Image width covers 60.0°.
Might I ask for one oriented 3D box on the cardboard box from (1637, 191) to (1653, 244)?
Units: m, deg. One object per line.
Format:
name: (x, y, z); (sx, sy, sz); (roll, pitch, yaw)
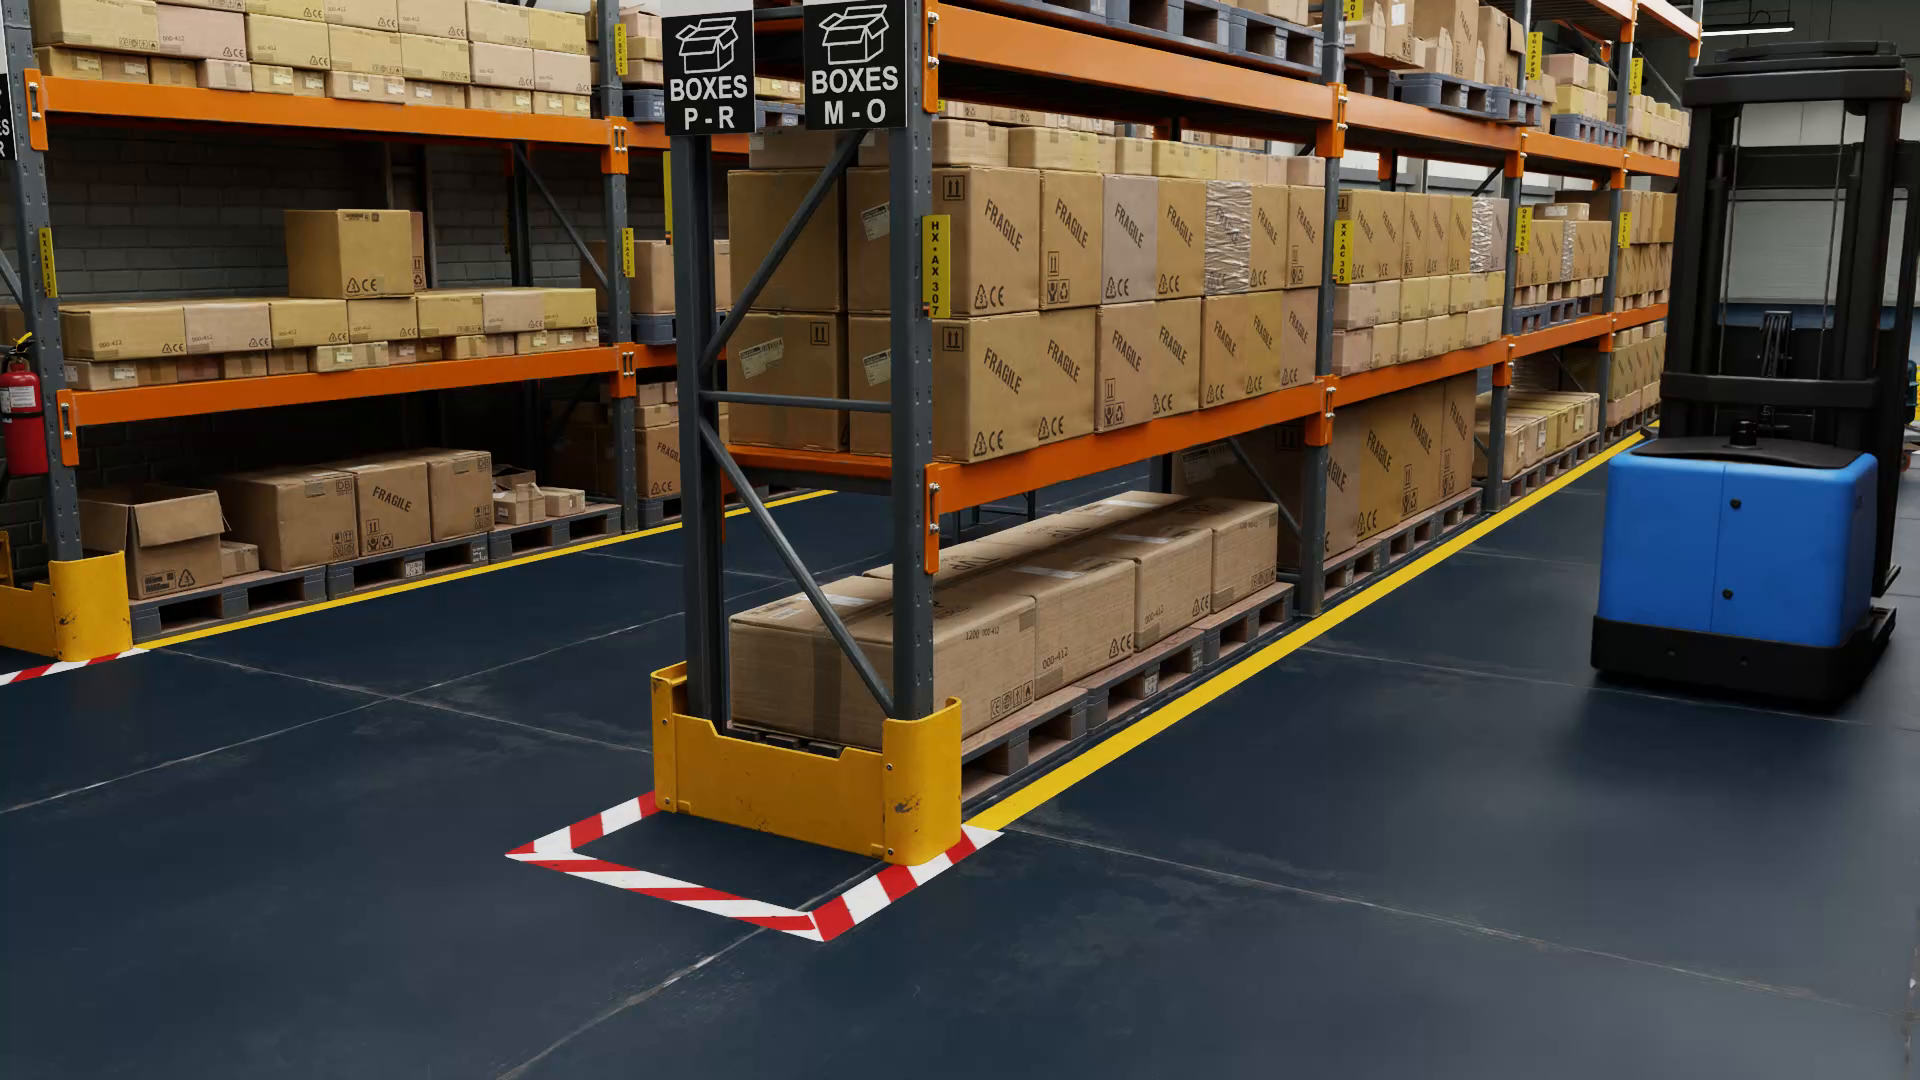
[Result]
cardboard box: (6.380, -3.168, 16.341); (0.700, 0.500, 0.500); (6, 12, 31)

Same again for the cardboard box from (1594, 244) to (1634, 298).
cardboard box: (6.149, -2.592, 15.984); (0.500, 0.500, 0.500); (6, 12, 31)

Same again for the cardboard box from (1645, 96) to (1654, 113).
cardboard box: (6.539, -4.239, 16.222); (0.380, 0.149, 0.250); (6, 12, 30)

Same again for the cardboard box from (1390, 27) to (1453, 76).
cardboard box: (2.777, -2.965, 10.126); (0.396, 0.266, 0.258); (8, 13, 35)

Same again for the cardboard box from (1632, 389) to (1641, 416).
cardboard box: (6.761, -1.445, 17.266); (0.500, 0.250, 0.500); (6, 12, 30)

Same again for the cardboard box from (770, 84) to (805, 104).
cardboard box: (-1.307, -3.517, 13.175); (0.380, 0.149, 0.250); (7, 13, 32)

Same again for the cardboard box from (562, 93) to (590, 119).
cardboard box: (-2.649, -2.836, 10.897); (0.380, 0.149, 0.250); (6, 12, 30)

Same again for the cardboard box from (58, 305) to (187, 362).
cardboard box: (-4.326, -1.059, 8.472); (0.500, 0.250, 0.500); (6, 12, 31)

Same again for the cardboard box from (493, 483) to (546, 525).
cardboard box: (-2.938, -0.260, 10.897); (0.396, 0.266, 0.258); (7, 13, 33)

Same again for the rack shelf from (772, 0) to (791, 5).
rack shelf: (-1.677, -4.283, 12.833); (1.077, 0.370, 4.000); (6, 12, 31)

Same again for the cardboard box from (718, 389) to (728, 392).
cardboard box: (-1.808, -1.070, 12.821); (0.380, 0.149, 0.250); (6, 12, 31)

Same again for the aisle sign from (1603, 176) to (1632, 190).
aisle sign: (7.527, -4.301, 19.124); (0.394, 0.787, 0.004); (6, 12, 31)

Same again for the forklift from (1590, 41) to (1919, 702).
forklift: (4.224, -0.945, 8.451); (1.130, 2.935, 3.031); (7, 13, 34)

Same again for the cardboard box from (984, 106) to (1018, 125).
cardboard box: (0.123, -4.157, 15.588); (0.700, 0.500, 0.500); (6, 12, 30)

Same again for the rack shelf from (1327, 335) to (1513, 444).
rack shelf: (2.568, -1.057, 10.819); (1.077, 0.370, 4.000); (6, 12, 31)

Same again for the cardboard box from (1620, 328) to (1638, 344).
cardboard box: (6.601, -2.059, 16.743); (0.380, 0.149, 0.250); (7, 13, 33)

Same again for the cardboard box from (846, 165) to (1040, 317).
cardboard box: (-0.055, -1.056, 5.869); (0.500, 0.500, 0.500); (6, 12, 29)

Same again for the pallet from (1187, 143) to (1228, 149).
pallet: (2.493, -4.587, 19.805); (1.003, 0.211, 1.213); (6, 12, 31)

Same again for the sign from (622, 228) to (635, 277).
sign: (-2.247, -1.945, 11.252); (0.100, 0.325, 0.005); (6, 12, 31)

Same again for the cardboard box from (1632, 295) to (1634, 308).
cardboard box: (6.589, -2.420, 16.824); (0.380, 0.149, 0.250); (6, 12, 30)

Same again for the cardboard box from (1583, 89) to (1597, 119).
cardboard box: (5.236, -3.777, 14.505); (0.500, 0.250, 0.500); (7, 12, 31)

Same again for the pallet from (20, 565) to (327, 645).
pallet: (-4.339, 0.293, 9.233); (1.003, 0.211, 1.213); (6, 12, 31)

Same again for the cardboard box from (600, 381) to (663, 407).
cardboard box: (-2.353, -1.049, 11.903); (0.380, 0.149, 0.250); (6, 12, 30)

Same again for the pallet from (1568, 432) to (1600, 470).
pallet: (5.280, -0.861, 15.395); (1.003, 0.211, 1.213); (6, 12, 31)

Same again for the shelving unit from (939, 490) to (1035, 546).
shelving unit: (0.044, -0.751, 11.302); (0.538, 1.500, 1.048); (6, 12, 31)

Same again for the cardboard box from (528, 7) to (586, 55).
cardboard box: (-2.771, -3.260, 10.720); (0.500, 0.250, 0.500); (6, 12, 31)

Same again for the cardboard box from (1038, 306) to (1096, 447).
cardboard box: (0.186, -0.646, 6.399); (0.500, 0.500, 0.500); (6, 12, 30)

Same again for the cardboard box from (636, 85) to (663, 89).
cardboard box: (-2.056, -3.223, 11.549); (0.380, 0.149, 0.250); (7, 12, 31)

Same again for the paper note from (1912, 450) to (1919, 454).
paper note: (9.107, -0.823, 15.700); (0.155, 0.023, 0.172); (-8, 13, -38)

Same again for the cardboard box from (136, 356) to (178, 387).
cardboard box: (-4.294, -0.887, 8.638); (0.380, 0.149, 0.250); (7, 13, 32)

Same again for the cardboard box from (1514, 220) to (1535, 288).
cardboard box: (4.037, -2.176, 12.617); (0.500, 0.500, 0.500); (6, 12, 29)

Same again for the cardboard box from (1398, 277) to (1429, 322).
cardboard box: (2.530, -1.472, 10.128); (0.500, 0.250, 0.500); (7, 12, 31)

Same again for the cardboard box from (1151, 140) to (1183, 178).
cardboard box: (0.715, -1.596, 6.989); (0.380, 0.149, 0.250); (6, 12, 29)

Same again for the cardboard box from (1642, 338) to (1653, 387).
cardboard box: (7.030, -1.895, 17.632); (0.500, 0.500, 0.500); (6, 12, 29)

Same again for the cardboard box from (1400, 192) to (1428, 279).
cardboard box: (2.506, -1.840, 10.056); (0.500, 0.500, 0.500); (6, 12, 29)

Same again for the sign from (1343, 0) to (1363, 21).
sign: (2.004, -2.811, 8.459); (0.100, 0.325, 0.005); (6, 12, 31)

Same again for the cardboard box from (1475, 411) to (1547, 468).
cardboard box: (4.284, -0.845, 13.729); (0.950, 0.372, 0.625); (6, 12, 30)

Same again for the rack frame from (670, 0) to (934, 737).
rack frame: (-0.547, -0.467, 5.712); (1.000, 3.000, 0.127); (6, 12, 31)

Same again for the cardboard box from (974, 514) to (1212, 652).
cardboard box: (0.647, 0.186, 8.044); (0.875, 0.438, 0.875); (6, 12, 29)

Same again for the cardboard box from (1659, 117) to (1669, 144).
cardboard box: (6.936, -4.183, 17.011); (0.500, 0.250, 0.500); (7, 12, 31)

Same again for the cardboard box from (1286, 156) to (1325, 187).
cardboard box: (1.641, -1.877, 8.490); (0.380, 0.149, 0.250); (6, 12, 30)

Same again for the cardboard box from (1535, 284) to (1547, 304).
cardboard box: (4.451, -1.963, 13.242); (0.380, 0.149, 0.250); (6, 12, 31)

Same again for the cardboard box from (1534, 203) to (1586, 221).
cardboard box: (5.167, -2.826, 14.327); (0.380, 0.149, 0.250); (6, 12, 28)

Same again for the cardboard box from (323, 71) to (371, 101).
cardboard box: (-3.548, -2.551, 9.376); (0.380, 0.149, 0.250); (6, 12, 31)

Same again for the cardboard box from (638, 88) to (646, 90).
cardboard box: (-2.380, -3.314, 12.040); (0.380, 0.149, 0.250); (6, 12, 29)

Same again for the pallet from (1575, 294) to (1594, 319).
pallet: (5.162, -2.154, 15.243); (1.003, 0.211, 1.213); (6, 12, 31)

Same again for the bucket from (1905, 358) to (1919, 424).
bucket: (8.066, -1.277, 14.804); (0.620, 0.611, 0.726); (-20, 21, -35)

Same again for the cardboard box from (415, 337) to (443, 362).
cardboard box: (-3.393, -1.174, 10.173); (0.380, 0.149, 0.250); (7, 12, 32)

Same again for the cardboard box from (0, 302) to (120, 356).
cardboard box: (-4.780, -1.111, 8.750); (0.500, 0.250, 0.500); (7, 13, 32)

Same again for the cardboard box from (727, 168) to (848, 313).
cardboard box: (-0.501, -1.106, 6.137); (0.500, 0.500, 0.500); (7, 13, 33)

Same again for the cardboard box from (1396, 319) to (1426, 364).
cardboard box: (2.530, -1.227, 10.179); (0.500, 0.250, 0.500); (6, 12, 30)

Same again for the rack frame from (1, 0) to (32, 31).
rack frame: (-4.792, -3.889, 7.690); (1.000, 3.000, 0.127); (6, 12, 31)

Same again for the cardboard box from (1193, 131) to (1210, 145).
cardboard box: (2.540, -4.905, 19.572); (0.797, 0.503, 0.637); (7, 13, 33)

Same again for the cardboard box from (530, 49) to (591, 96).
cardboard box: (-2.751, -3.017, 10.779); (0.500, 0.250, 0.500); (6, 12, 31)

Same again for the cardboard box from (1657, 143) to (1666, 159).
cardboard box: (7.054, -4.006, 17.145); (0.380, 0.149, 0.250); (6, 12, 30)

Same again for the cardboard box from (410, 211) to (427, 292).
cardboard box: (-3.715, -1.802, 10.404); (0.500, 0.500, 0.500); (6, 12, 29)

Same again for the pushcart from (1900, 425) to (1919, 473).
pushcart: (7.657, -0.855, 14.913); (1.648, 0.377, 0.936); (2, 11, 11)

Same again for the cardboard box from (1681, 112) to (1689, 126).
cardboard box: (7.836, -4.645, 18.392); (0.380, 0.149, 0.250); (7, 12, 31)

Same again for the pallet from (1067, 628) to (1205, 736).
pallet: (0.435, 0.579, 7.701); (1.003, 0.211, 1.213); (6, 12, 31)
